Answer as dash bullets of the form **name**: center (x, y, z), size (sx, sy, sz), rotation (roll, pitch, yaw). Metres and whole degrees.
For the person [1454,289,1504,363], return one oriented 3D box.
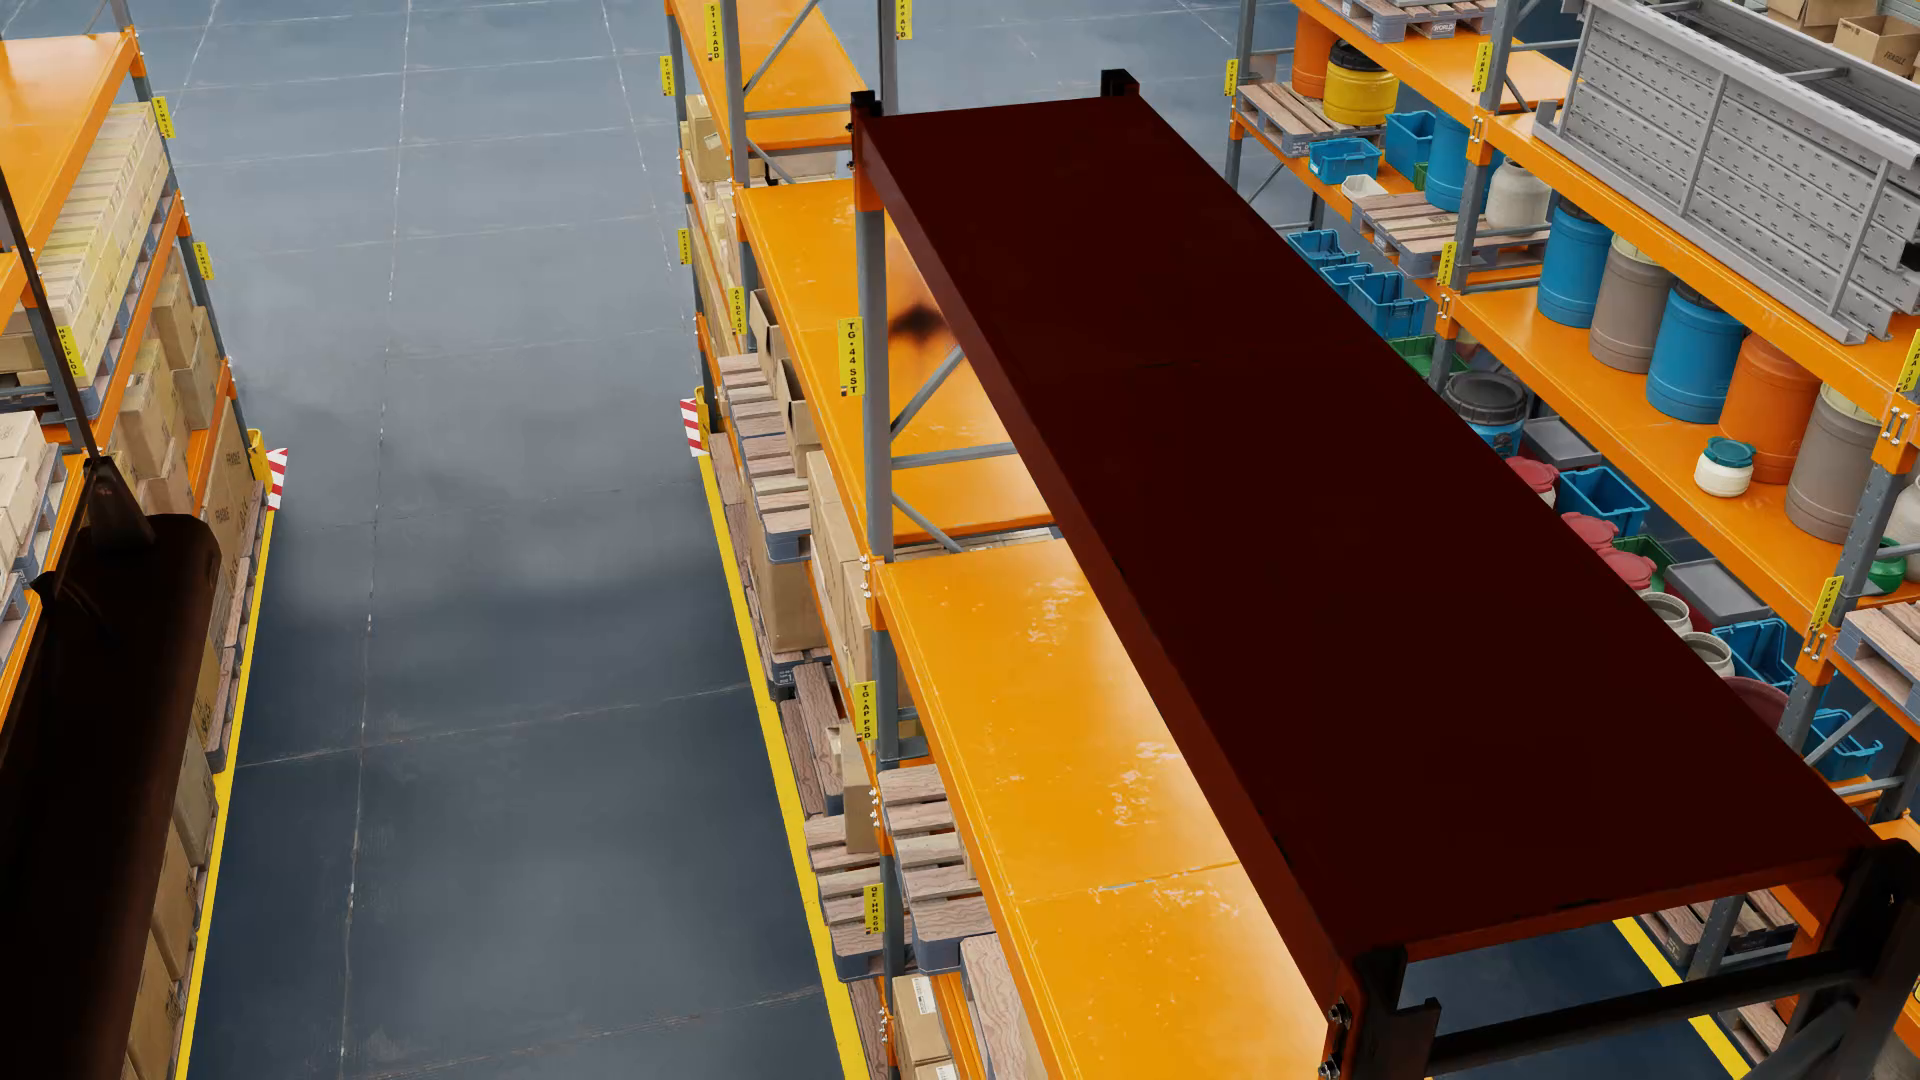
- **person**: center (4.751, -1.855, 15.362), size (0.578, 1.618, 0.571), rotation (-15, 37, -21)
